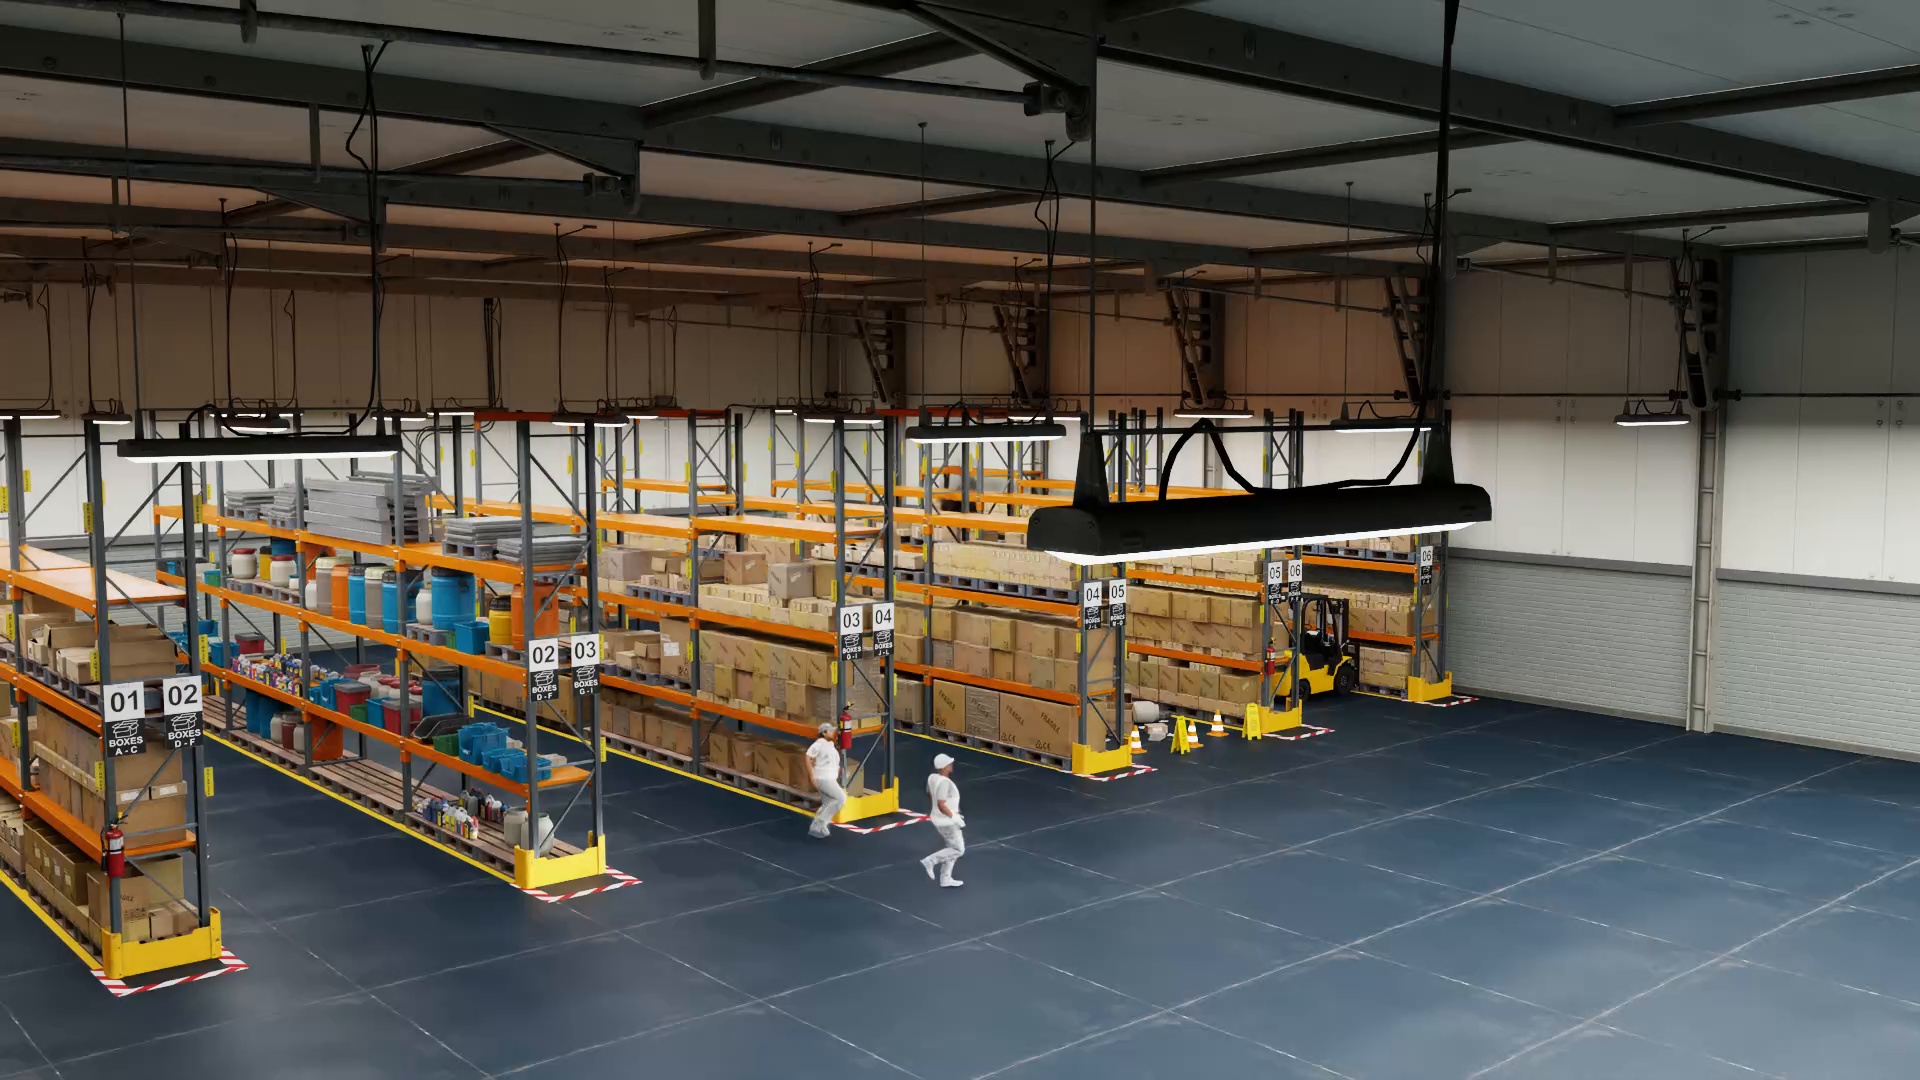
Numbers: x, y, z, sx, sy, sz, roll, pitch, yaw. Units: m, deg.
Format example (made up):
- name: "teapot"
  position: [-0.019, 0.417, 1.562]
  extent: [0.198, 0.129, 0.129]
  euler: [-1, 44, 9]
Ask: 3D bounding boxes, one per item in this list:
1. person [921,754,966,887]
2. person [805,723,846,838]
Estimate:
- name: "person"
  position: [-0.236, 3.597, 21.312]
  extent: [0.605, 1.735, 0.686]
  euler: [-1, 5, -16]
- name: "person"
  position: [-1.869, 3.431, 23.829]
  extent: [0.576, 1.610, 0.605]
  euler: [1, 5, 13]
